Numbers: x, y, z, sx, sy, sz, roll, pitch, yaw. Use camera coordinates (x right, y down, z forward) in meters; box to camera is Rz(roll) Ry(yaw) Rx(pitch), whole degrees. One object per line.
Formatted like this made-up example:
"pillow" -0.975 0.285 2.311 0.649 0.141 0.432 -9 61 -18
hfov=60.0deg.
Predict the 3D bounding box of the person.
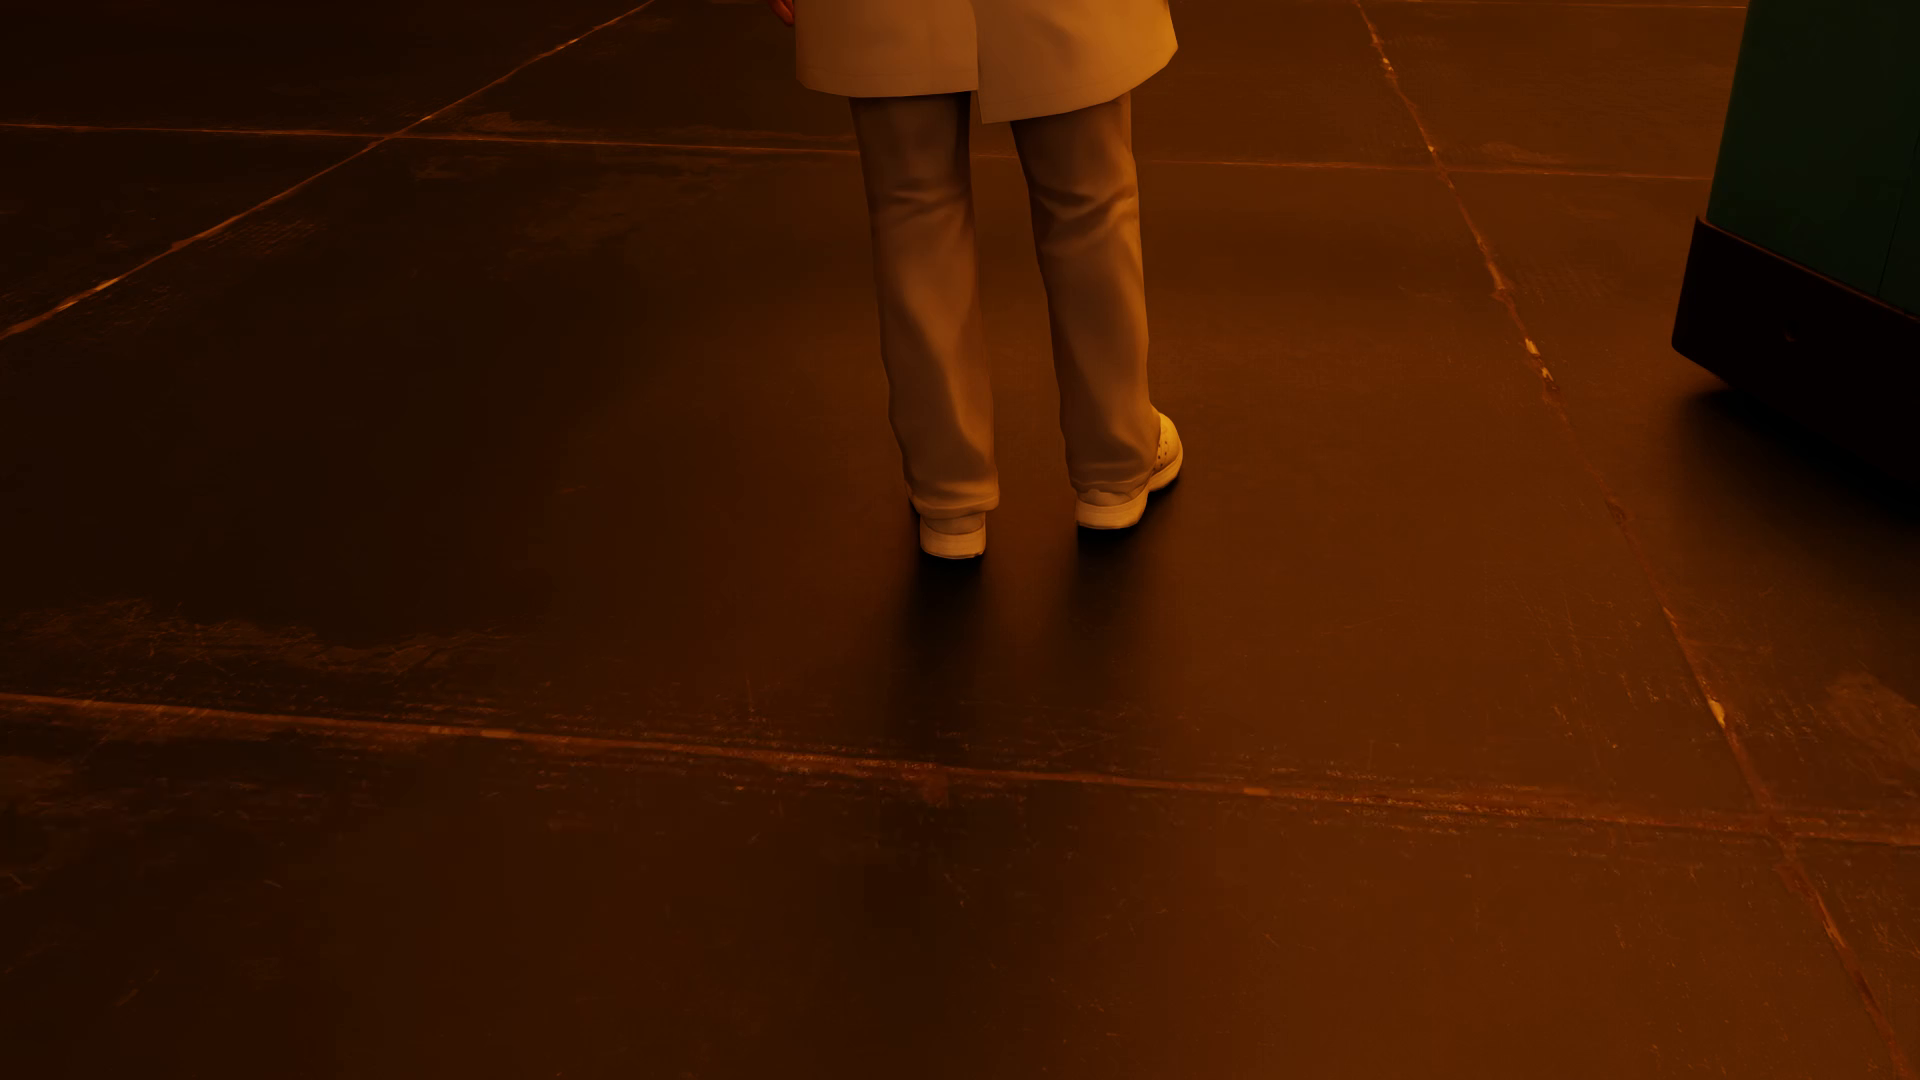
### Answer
"person" 0.016 -0.843 2.181 0.698 1.778 0.578 3 27 7

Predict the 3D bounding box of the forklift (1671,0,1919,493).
"forklift" 2.873 -1.536 2.296 3.031 2.935 1.130 -5 27 -10
